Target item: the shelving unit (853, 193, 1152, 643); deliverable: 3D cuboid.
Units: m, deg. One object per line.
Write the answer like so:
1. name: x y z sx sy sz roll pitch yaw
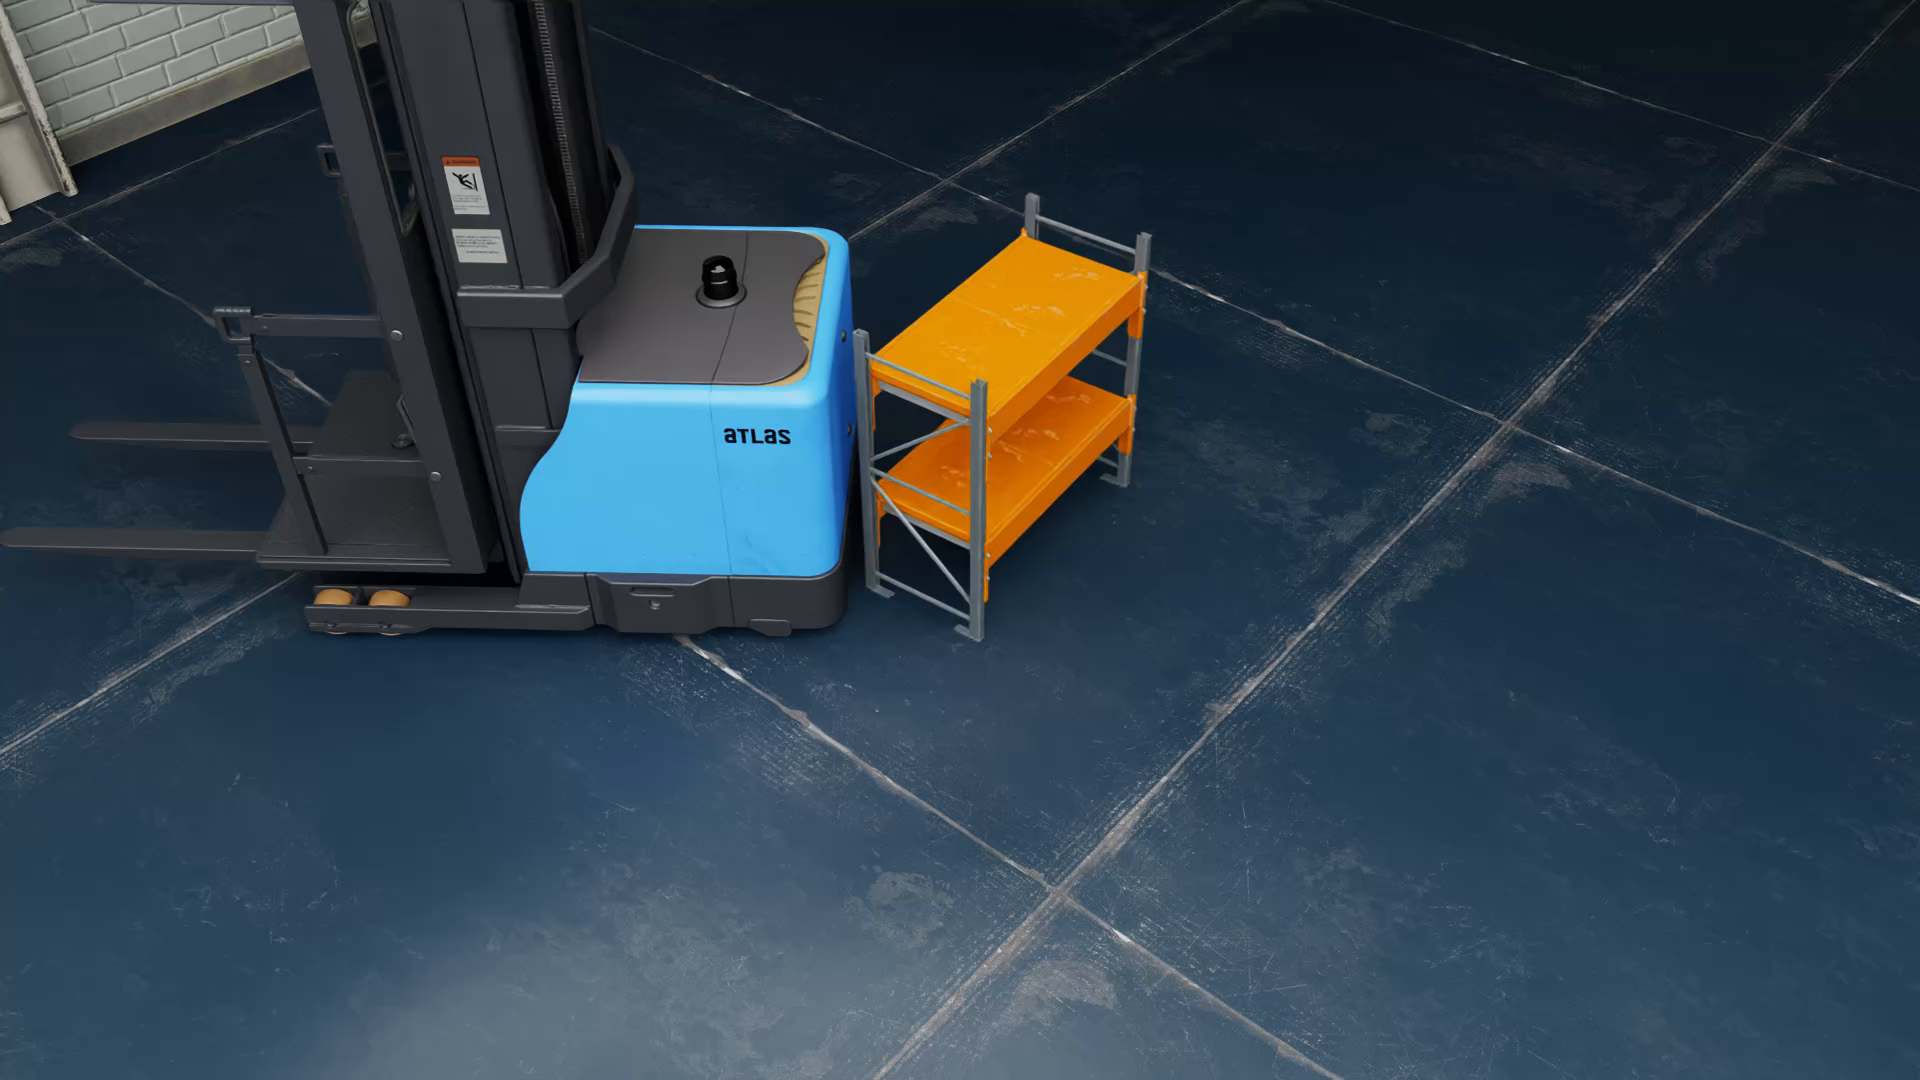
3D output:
1. shelving unit: 0.159 -0.440 5.898 0.538 1.125 1.048 25 48 25

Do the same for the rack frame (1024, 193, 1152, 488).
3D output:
1. rack frame: 0.447 -0.722 6.208 0.500 1.125 0.032 25 48 25

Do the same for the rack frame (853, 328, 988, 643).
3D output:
1. rack frame: -0.129 -0.158 5.588 0.500 1.125 0.032 25 48 25

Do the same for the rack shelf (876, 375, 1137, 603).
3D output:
1. rack shelf: 0.159 -0.259 6.062 0.538 0.278 1.000 25 48 25

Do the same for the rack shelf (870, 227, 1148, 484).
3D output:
1. rack shelf: 0.159 -0.657 5.701 0.538 0.278 1.000 25 48 25

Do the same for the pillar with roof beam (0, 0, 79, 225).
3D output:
1. pillar with roof beam: -1.247 -3.127 3.000 9.100 9.000 0.400 29 50 28

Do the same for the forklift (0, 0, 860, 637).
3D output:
1. forklift: -1.905 -1.102 5.283 3.031 2.935 1.130 1 42 1
